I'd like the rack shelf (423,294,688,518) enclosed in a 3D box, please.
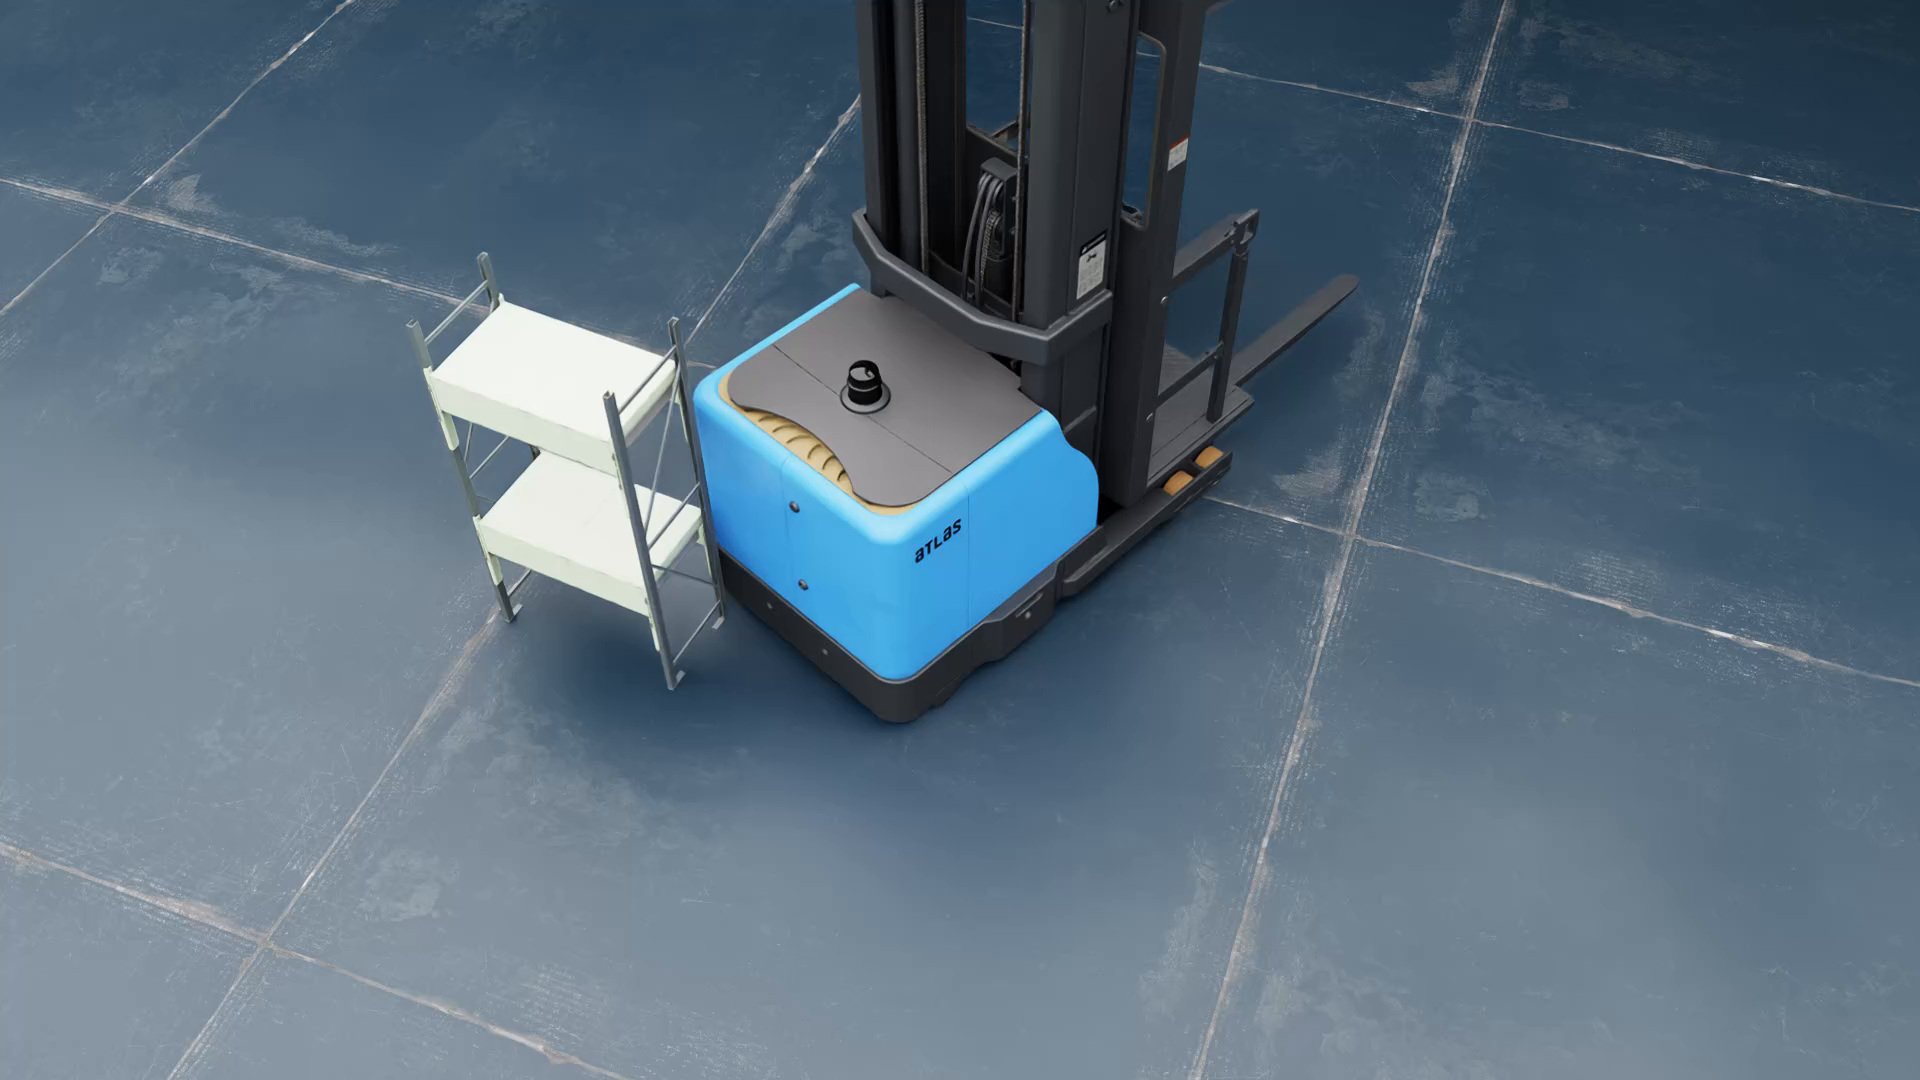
[{"bbox_3d":[-1.311,-0.449,5.497,0.720,0.370,0.431,20,52,17],"label":"rack shelf"}]

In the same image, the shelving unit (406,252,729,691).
[{"bbox_3d":[-1.311,-0.193,5.792,0.755,1.500,0.431,20,52,17],"label":"shelving unit"}]

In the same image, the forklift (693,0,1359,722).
[{"bbox_3d":[0.463,-1.320,5.821,1.130,2.935,3.031,36,58,27],"label":"forklift"}]

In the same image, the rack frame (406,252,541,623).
[{"bbox_3d":[-1.641,-0.314,5.896,0.023,1.500,0.400,20,52,17],"label":"rack frame"}]

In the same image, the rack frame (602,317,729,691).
[{"bbox_3d":[-0.981,-0.073,5.688,0.023,1.500,0.400,20,52,17],"label":"rack frame"}]

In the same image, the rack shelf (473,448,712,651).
[{"bbox_3d":[-1.311,0.020,6.038,0.720,0.370,0.431,20,52,17],"label":"rack shelf"}]
